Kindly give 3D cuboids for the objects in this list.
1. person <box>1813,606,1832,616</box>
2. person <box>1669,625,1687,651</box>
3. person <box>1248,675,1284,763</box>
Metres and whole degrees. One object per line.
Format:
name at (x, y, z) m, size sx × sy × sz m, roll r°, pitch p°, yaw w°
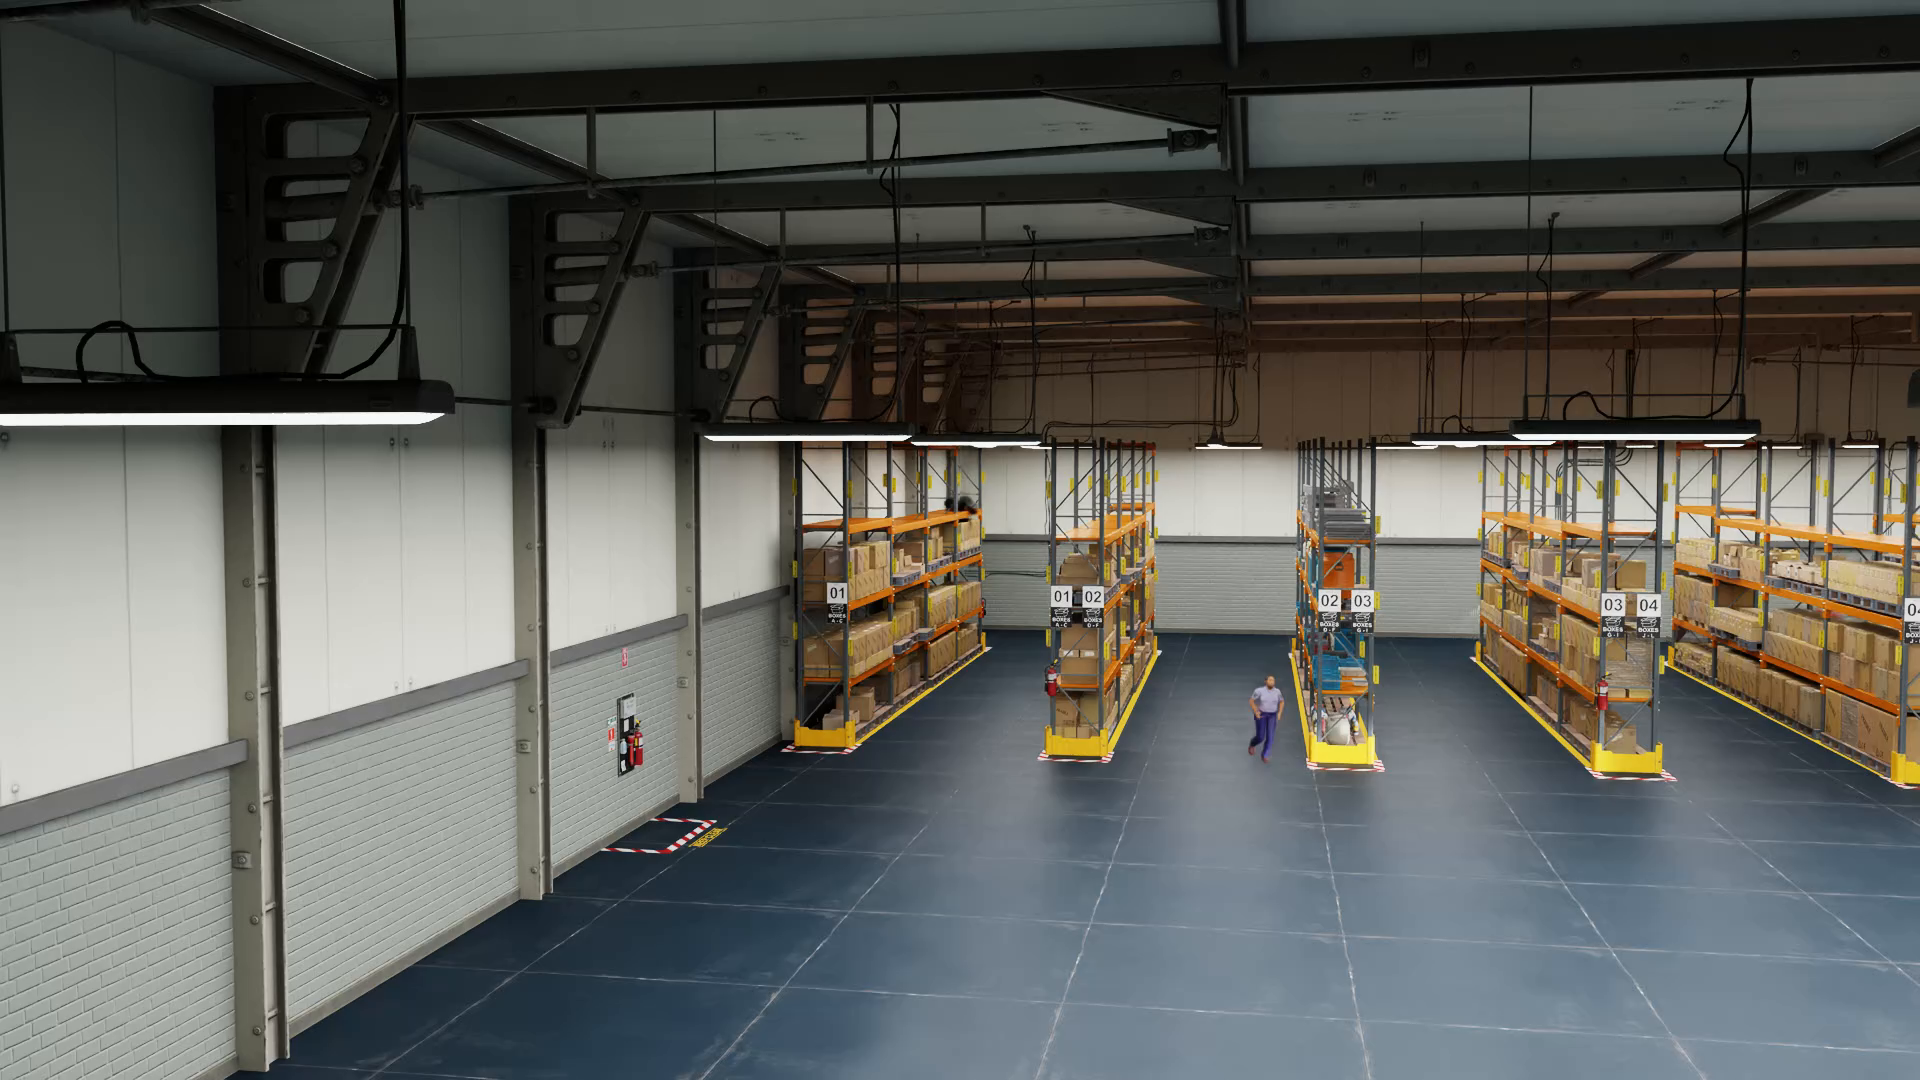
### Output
person at (23.509, 2.568, 45.285) m, size 0.946 × 1.511 × 0.696 m, roll 1°, pitch 3°, yaw 18°
person at (19.866, 2.448, 45.902) m, size 0.576 × 1.708 × 0.736 m, roll 2°, pitch 4°, yaw 39°
person at (5.704, 3.315, 30.873) m, size 0.633 × 1.646 × 0.568 m, roll 0°, pitch 3°, yaw -7°
